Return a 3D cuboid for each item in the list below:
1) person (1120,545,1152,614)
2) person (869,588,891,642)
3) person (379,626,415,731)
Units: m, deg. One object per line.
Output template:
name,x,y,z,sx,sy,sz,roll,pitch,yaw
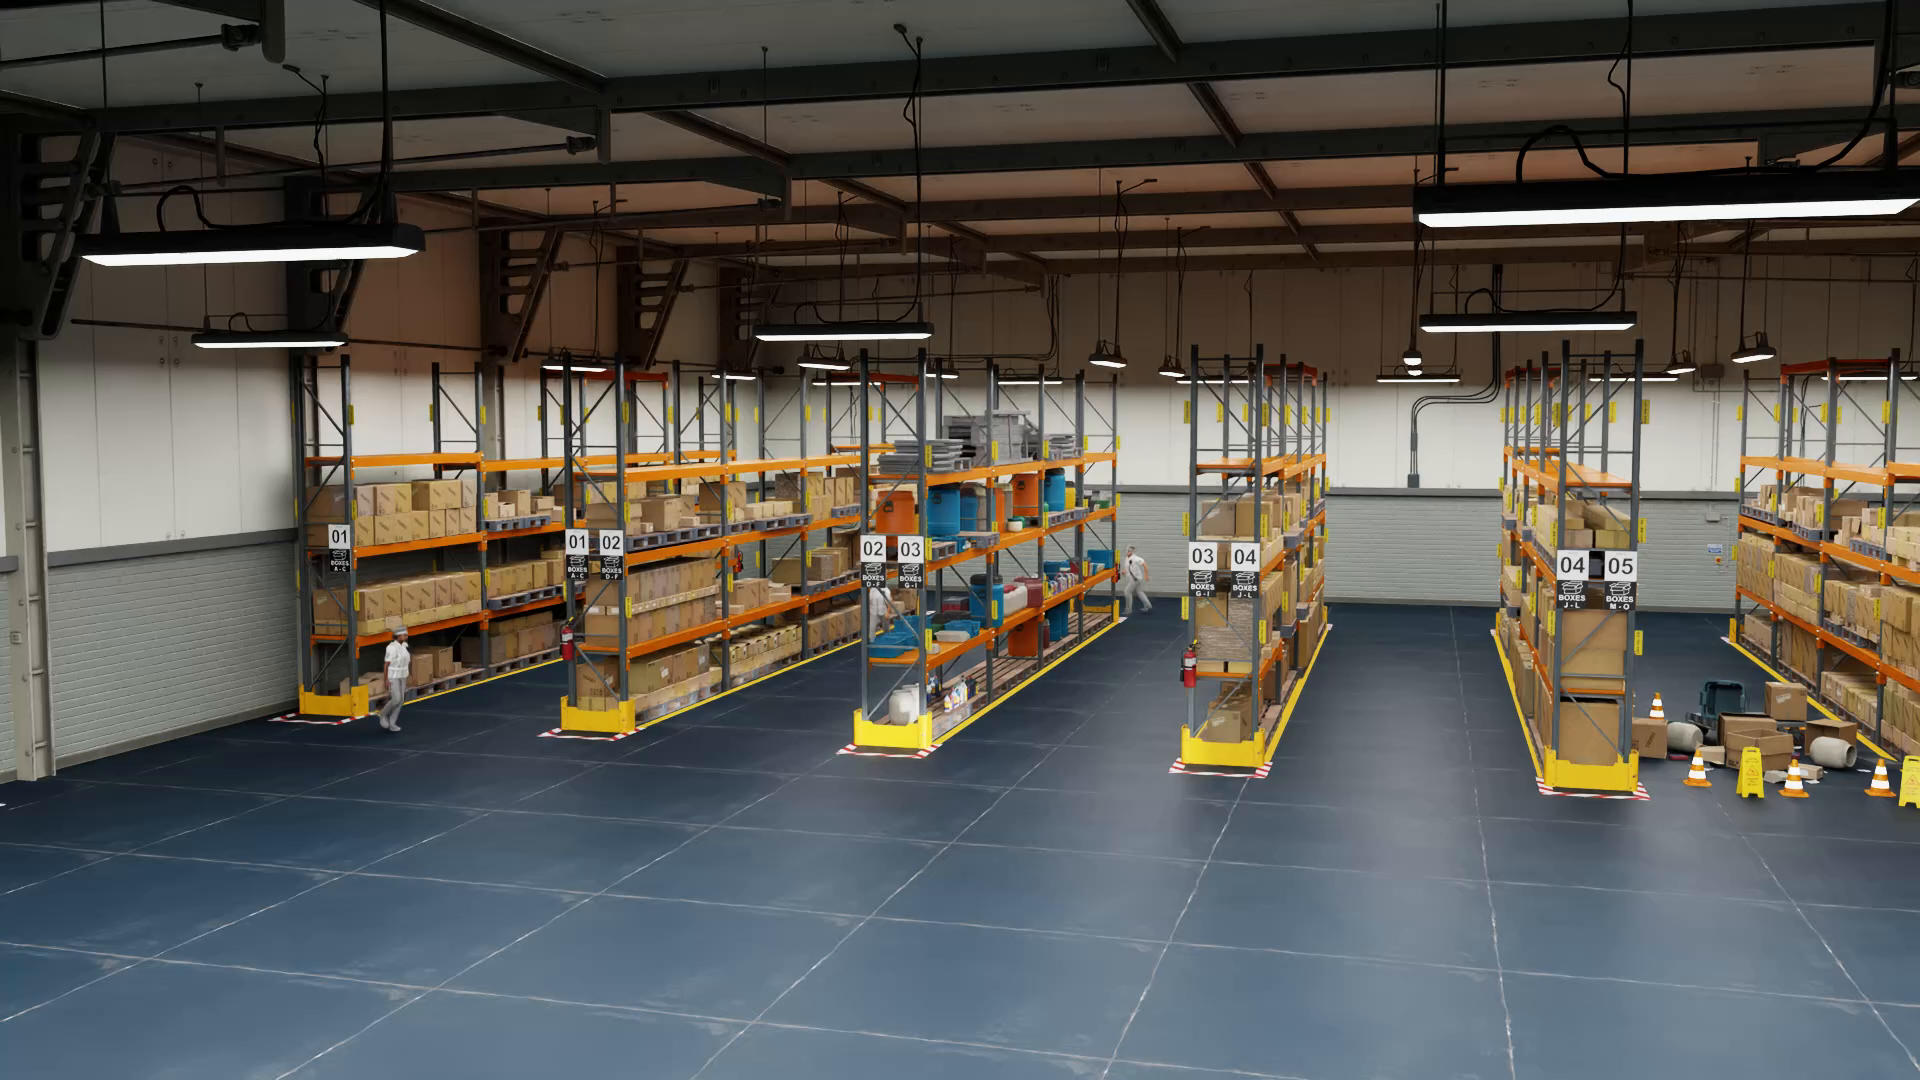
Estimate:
person,4.440,1.012,41.976,0.893,1.793,0.580,0,4,-3
person,-1.711,1.545,35.084,0.521,1.594,1.065,1,4,12
person,-8.939,2.188,26.345,0.483,1.667,0.526,2,5,27
